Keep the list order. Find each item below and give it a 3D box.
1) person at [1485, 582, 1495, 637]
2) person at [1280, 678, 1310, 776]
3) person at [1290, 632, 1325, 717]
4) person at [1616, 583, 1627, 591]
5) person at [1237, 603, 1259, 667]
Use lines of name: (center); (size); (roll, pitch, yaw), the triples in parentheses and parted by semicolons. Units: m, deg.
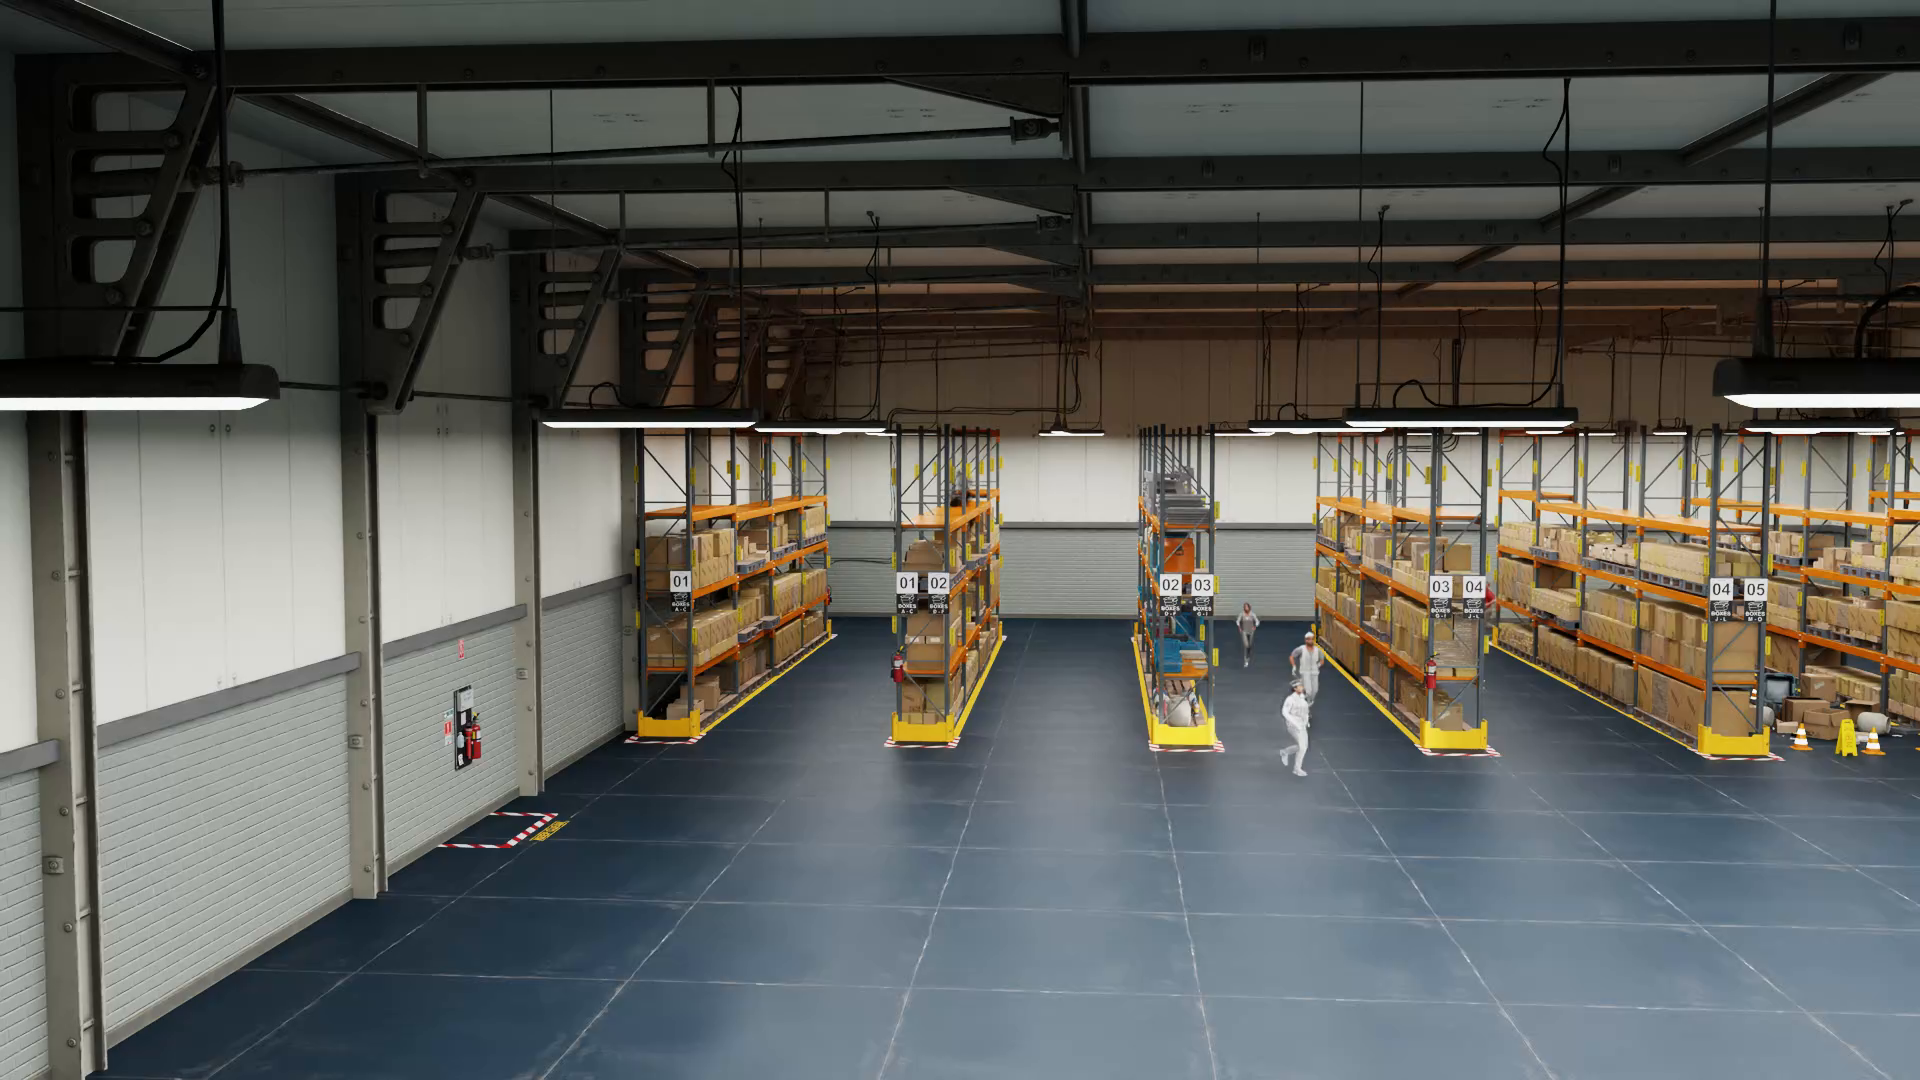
person: (15.080, 2.047, 47.459); (0.761, 1.729, 0.774); (0, 3, -6)
person: (5.704, 3.171, 28.459); (0.598, 1.661, 0.647); (3, 5, 44)
person: (7.109, 2.765, 33.844); (0.649, 1.769, 0.691); (-1, 4, -10)
person: (18.863, 1.959, 47.238); (0.880, 1.801, 0.693); (0, 4, 8)
person: (7.268, 2.384, 42.014); (0.553, 1.618, 0.689); (0, 3, 7)
